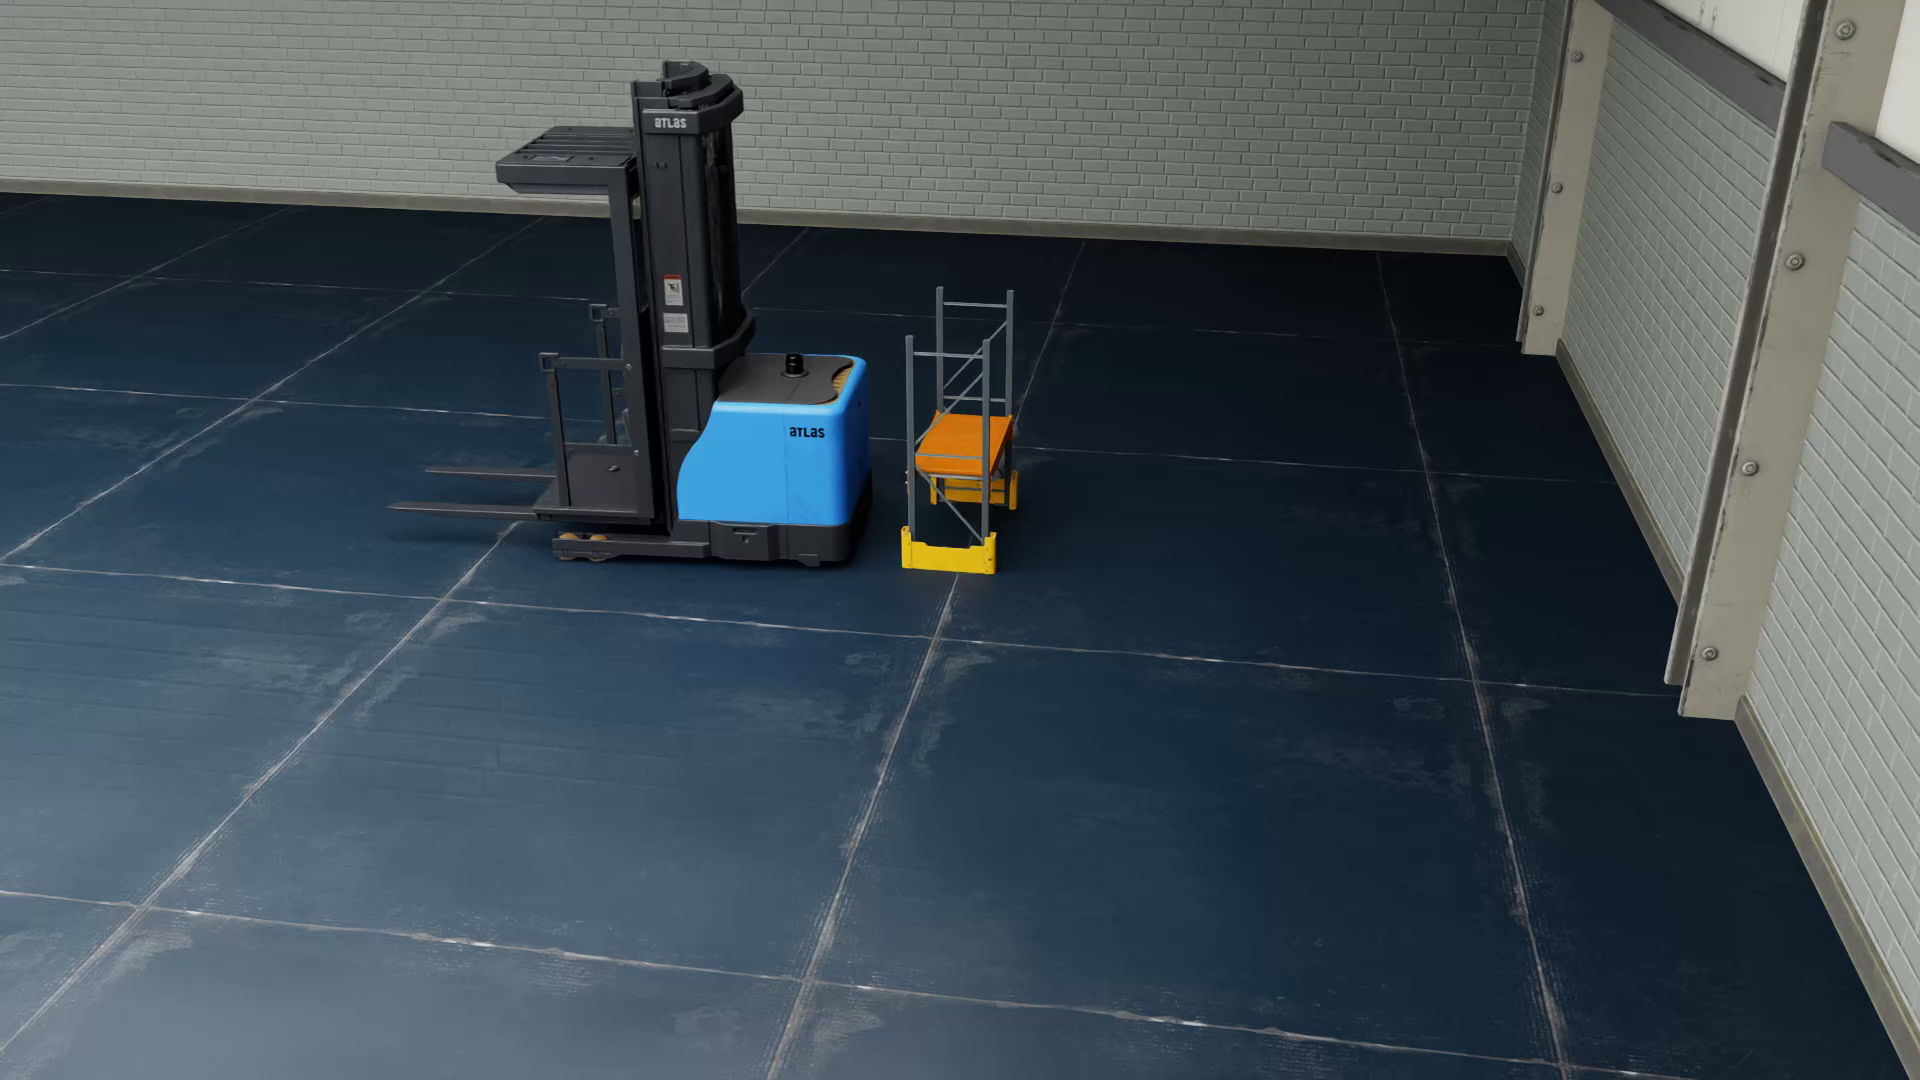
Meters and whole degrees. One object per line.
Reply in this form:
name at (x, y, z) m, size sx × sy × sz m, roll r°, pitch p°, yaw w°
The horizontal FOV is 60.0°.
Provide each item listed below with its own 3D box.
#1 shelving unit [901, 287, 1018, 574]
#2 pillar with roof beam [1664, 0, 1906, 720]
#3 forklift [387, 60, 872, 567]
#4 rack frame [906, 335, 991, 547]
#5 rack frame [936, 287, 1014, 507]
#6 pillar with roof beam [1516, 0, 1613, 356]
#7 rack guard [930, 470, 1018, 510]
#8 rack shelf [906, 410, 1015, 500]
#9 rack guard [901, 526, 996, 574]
shelving unit at (0.012, -0.711, 10.500) m, size 0.587 × 1.500 × 1.083 m, roll 4°, pitch 25°, yaw 9°
pillar with roof beam at (-0.267, -3.519, 7.653) m, size 9.100 × 9.000 × 0.400 m, roll 4°, pitch 25°, yaw 9°
forklift at (-2.138, -1.410, 10.305) m, size 3.031 × 2.935 × 1.130 m, roll 2°, pitch 25°, yaw 5°
rack frame at (-0.069, -0.502, 10.054) m, size 0.500 × 1.500 × 0.032 m, roll 4°, pitch 25°, yaw 9°
rack frame at (0.097, -0.928, 10.962) m, size 0.500 × 1.500 × 0.032 m, roll 4°, pitch 25°, yaw 9°
pillar with roof beam at (0.713, -6.028, 13.014) m, size 9.100 × 9.000 × 0.400 m, roll 4°, pitch 25°, yaw 9°
rack guard at (0.094, -0.353, 11.210) m, size 0.587 × 0.250 × 0.087 m, roll 4°, pitch 25°, yaw 9°
rack shelf at (0.014, -0.552, 10.585) m, size 0.538 × 0.185 × 1.000 m, roll 4°, pitch 25°, yaw 9°
rack guard at (-0.069, 0.063, 10.320) m, size 0.587 × 0.250 × 0.087 m, roll 4°, pitch 25°, yaw 9°
